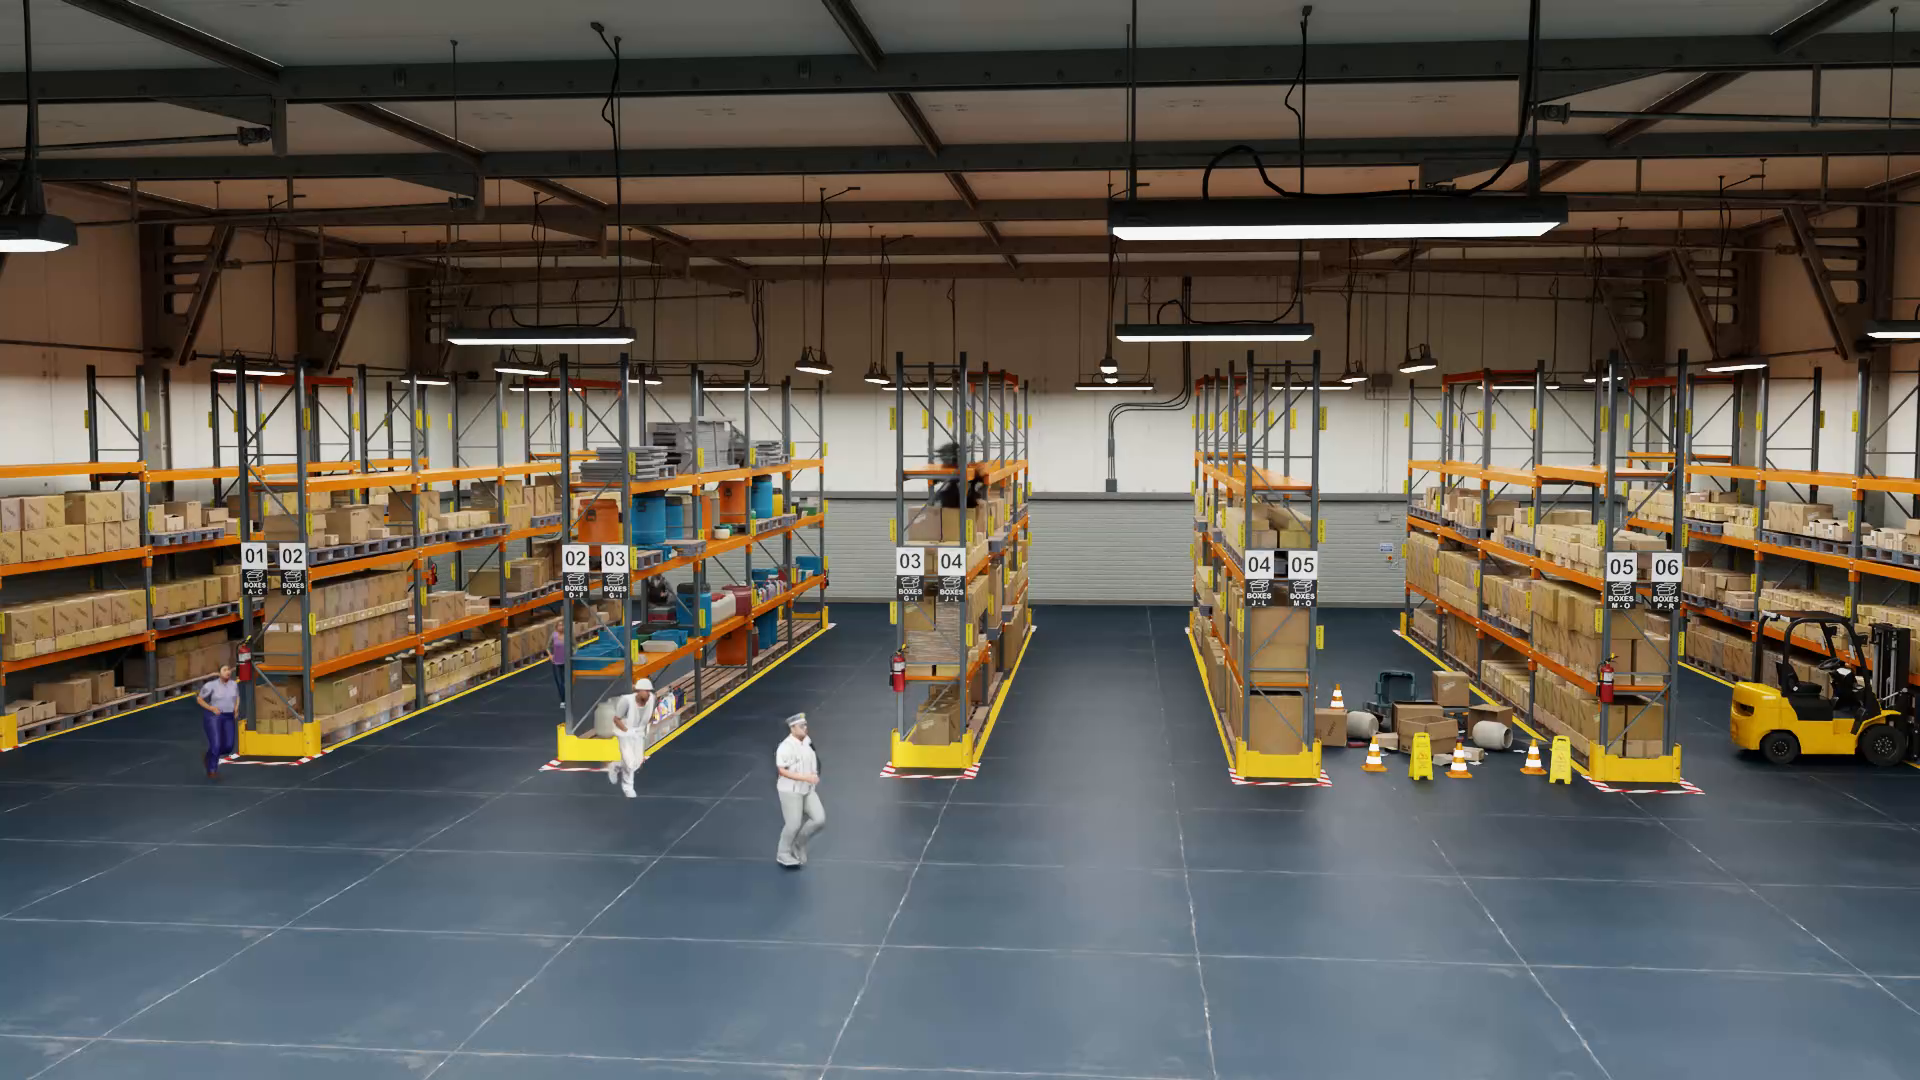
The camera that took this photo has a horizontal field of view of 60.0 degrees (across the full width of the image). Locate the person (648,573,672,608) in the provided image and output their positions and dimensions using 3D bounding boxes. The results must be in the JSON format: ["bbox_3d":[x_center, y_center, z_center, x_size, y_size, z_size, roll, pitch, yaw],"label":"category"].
[{"bbox_3d":[-6.919,1.456,38.050,0.669,1.692,0.821,0,4,-5],"label":"person"}]

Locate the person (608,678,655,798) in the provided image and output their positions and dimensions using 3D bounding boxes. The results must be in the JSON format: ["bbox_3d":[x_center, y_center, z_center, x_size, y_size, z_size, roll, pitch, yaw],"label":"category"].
[{"bbox_3d":[-4.391,2.627,22.264,0.936,1.625,0.691,4,5,42],"label":"person"}]

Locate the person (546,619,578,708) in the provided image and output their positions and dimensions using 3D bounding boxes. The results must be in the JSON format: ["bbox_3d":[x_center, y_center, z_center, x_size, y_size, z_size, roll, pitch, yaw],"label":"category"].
[{"bbox_3d":[-6.952,2.160,29.009,0.553,1.563,0.533,0,4,-5],"label":"person"}]

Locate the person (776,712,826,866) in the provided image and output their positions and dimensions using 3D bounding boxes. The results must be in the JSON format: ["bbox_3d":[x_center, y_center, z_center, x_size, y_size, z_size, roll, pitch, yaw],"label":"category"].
[{"bbox_3d":[-1.767,2.805,18.639,0.658,1.776,0.684,3,5,34],"label":"person"}]

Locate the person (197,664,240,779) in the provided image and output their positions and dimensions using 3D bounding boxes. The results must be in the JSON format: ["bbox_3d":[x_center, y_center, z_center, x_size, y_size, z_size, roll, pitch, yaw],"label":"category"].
[{"bbox_3d":[-10.467,2.558,23.561,0.567,1.581,0.636,3,5,40],"label":"person"}]
